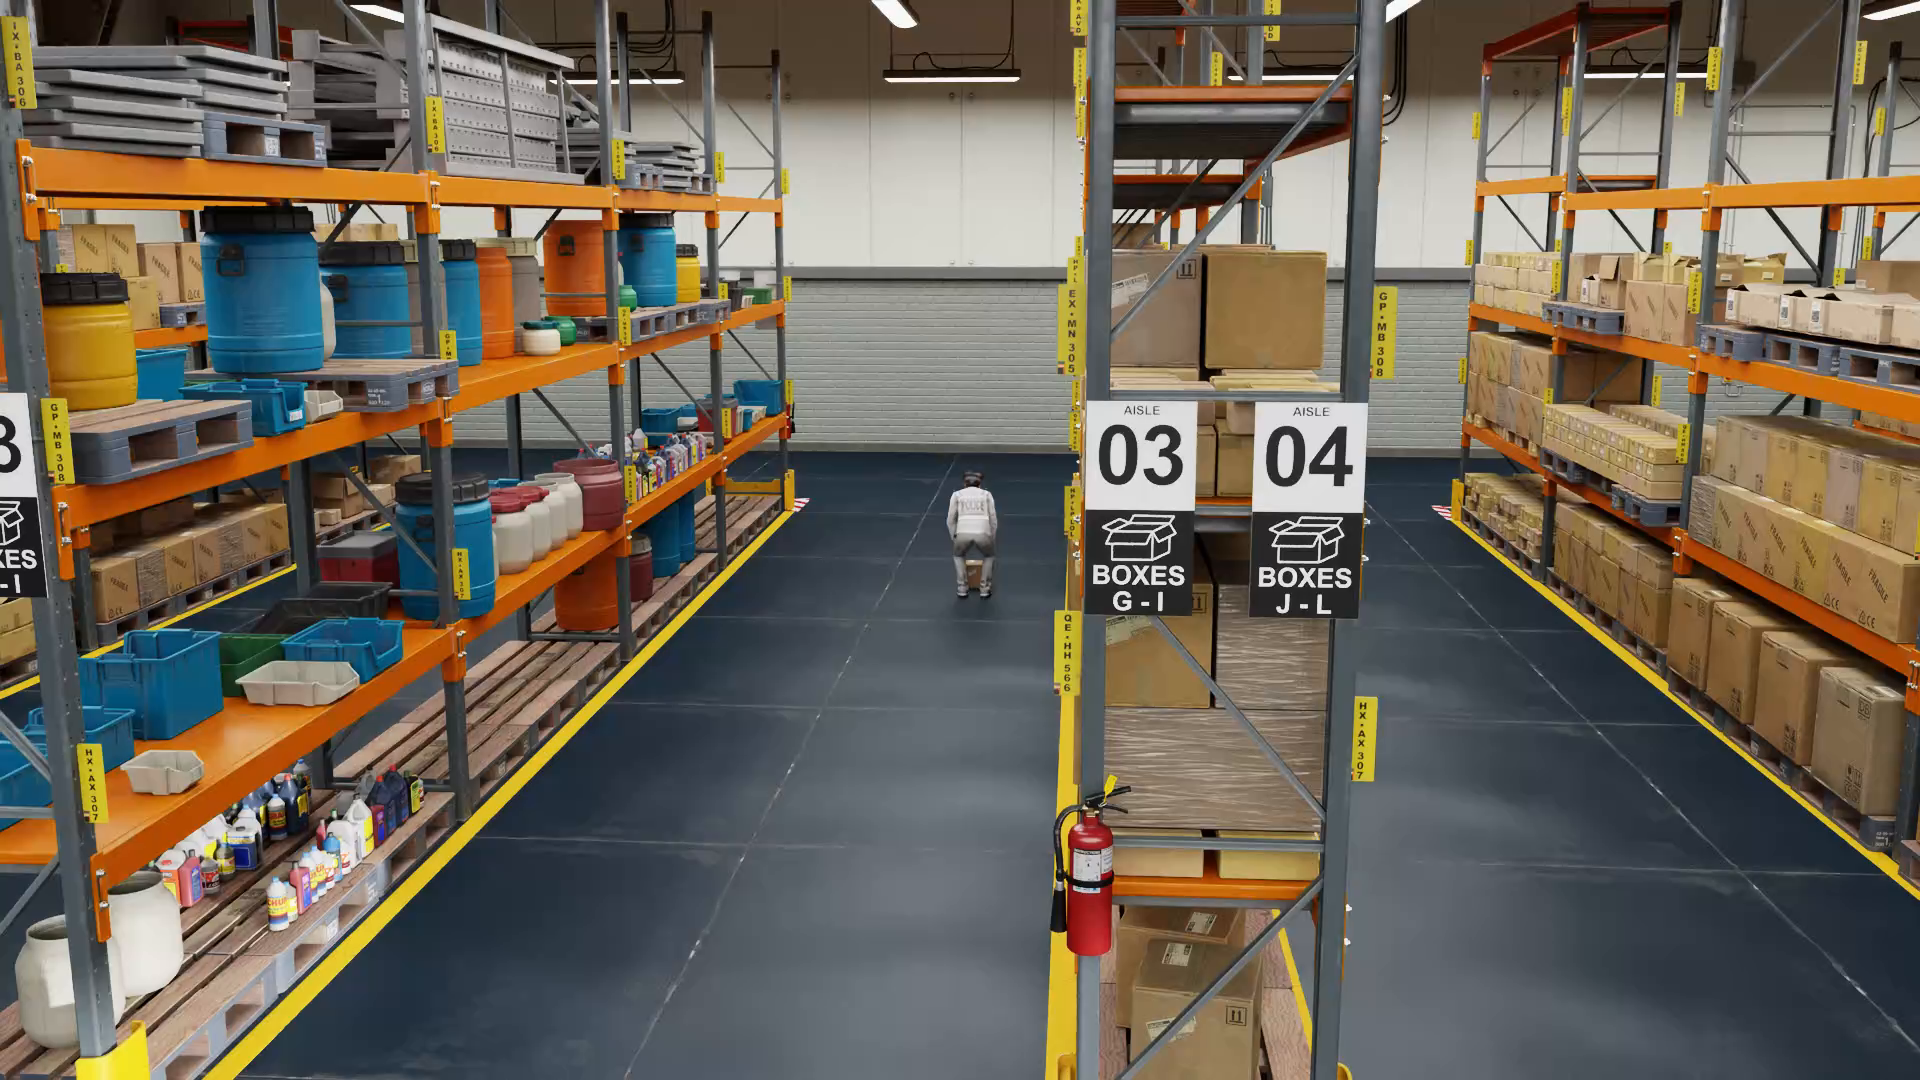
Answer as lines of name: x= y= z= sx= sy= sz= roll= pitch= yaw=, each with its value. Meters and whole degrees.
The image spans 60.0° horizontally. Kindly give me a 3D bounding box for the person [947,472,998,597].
person: x=0.119 y=-0.058 z=17.313 sx=0.531 sy=1.263 sz=0.765 roll=1 pitch=11 yaw=5
